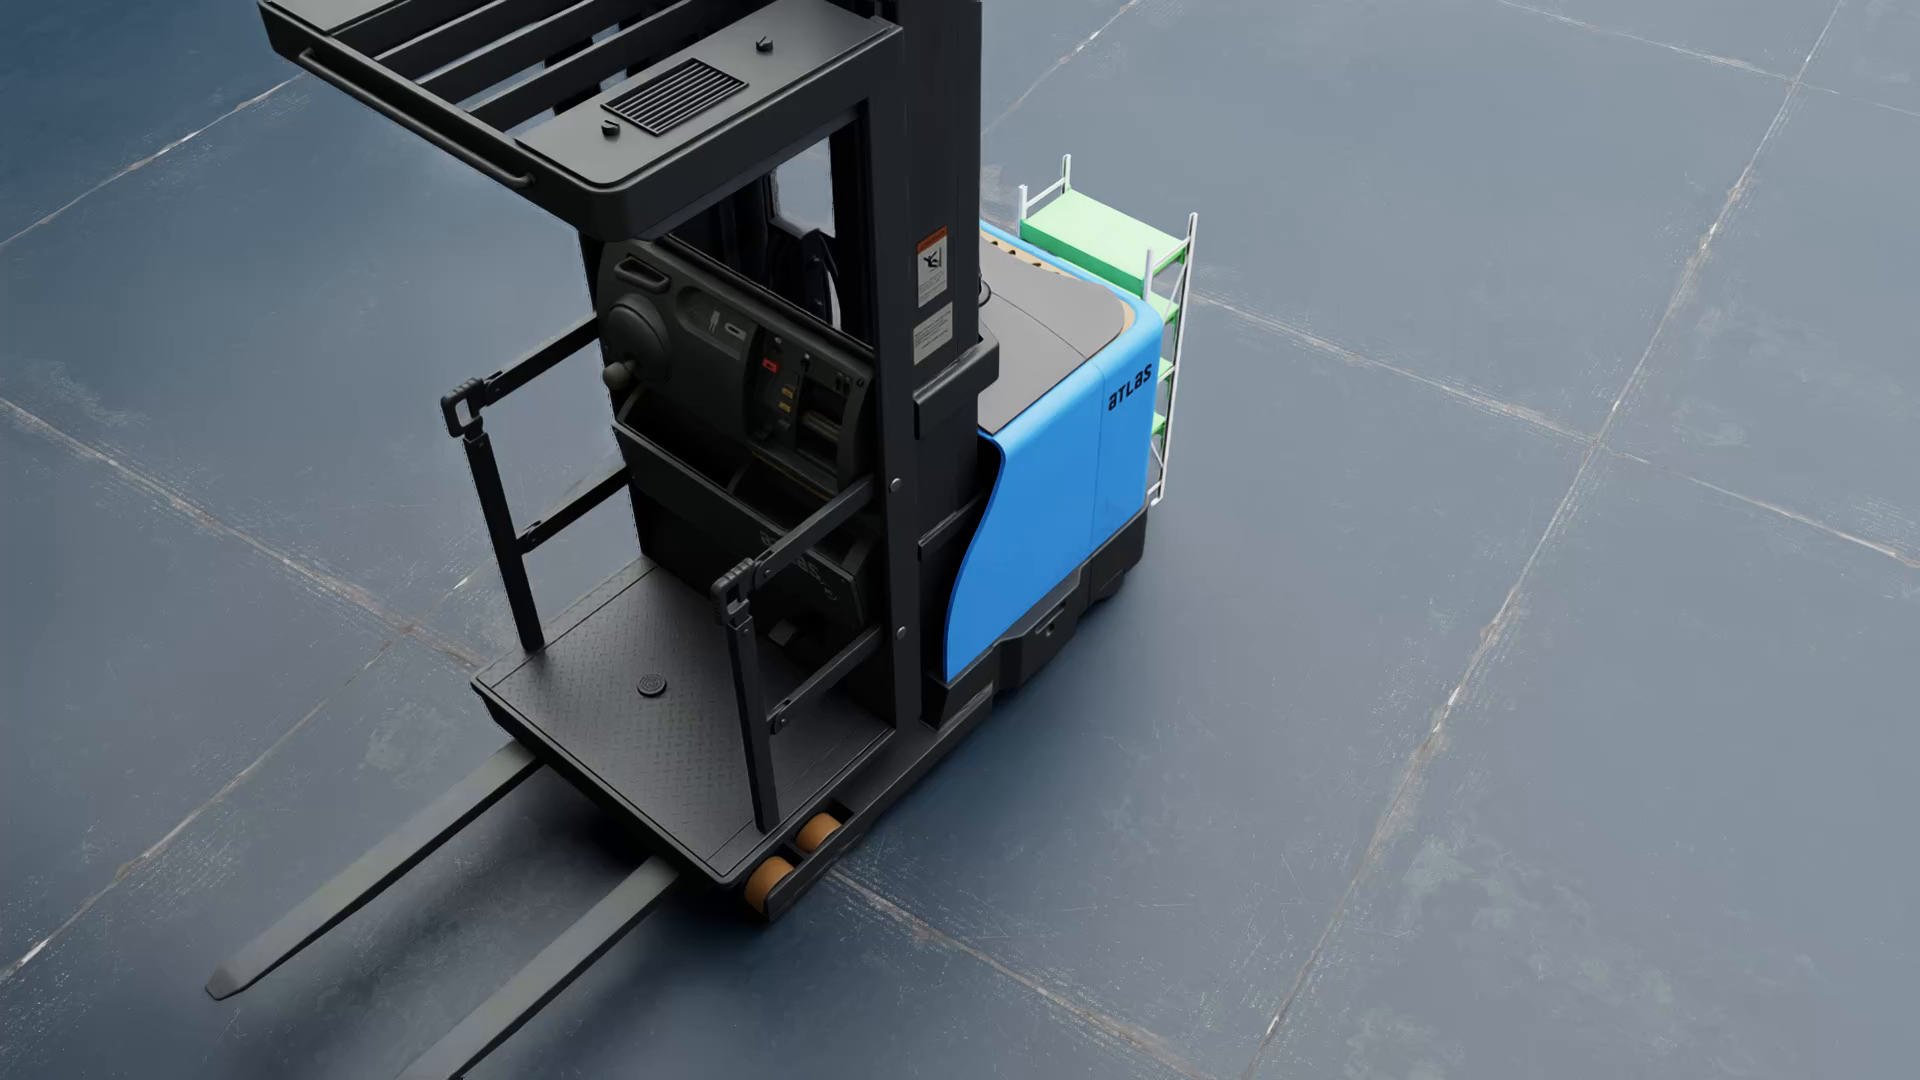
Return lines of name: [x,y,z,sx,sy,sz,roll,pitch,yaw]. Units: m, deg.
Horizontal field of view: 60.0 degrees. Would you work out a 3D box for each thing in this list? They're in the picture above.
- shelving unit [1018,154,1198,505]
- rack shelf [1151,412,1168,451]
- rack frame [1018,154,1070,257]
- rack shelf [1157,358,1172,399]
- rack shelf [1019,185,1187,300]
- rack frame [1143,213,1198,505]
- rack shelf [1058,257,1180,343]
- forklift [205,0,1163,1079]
shelving unit: [0.451,-0.621,5.516,0.503,1.200,0.258,32,54,27]
rack shelf: [0.451,-0.409,5.734,0.480,0.148,0.258,32,54,27]
rack frame: [0.266,-0.735,5.627,0.015,1.200,0.240,32,54,27]
rack shelf: [0.451,-0.576,5.562,0.480,0.148,0.258,32,54,27]
rack shelf: [0.451,-0.911,5.218,0.480,0.148,0.258,32,54,27]
rack frame: [0.636,-0.507,5.406,0.015,1.200,0.240,32,54,27]
rack shelf: [0.451,-0.743,5.390,0.480,0.148,0.258,32,54,27]
forklift: [-0.721,-0.374,4.069,1.130,2.935,3.031,32,54,27]
